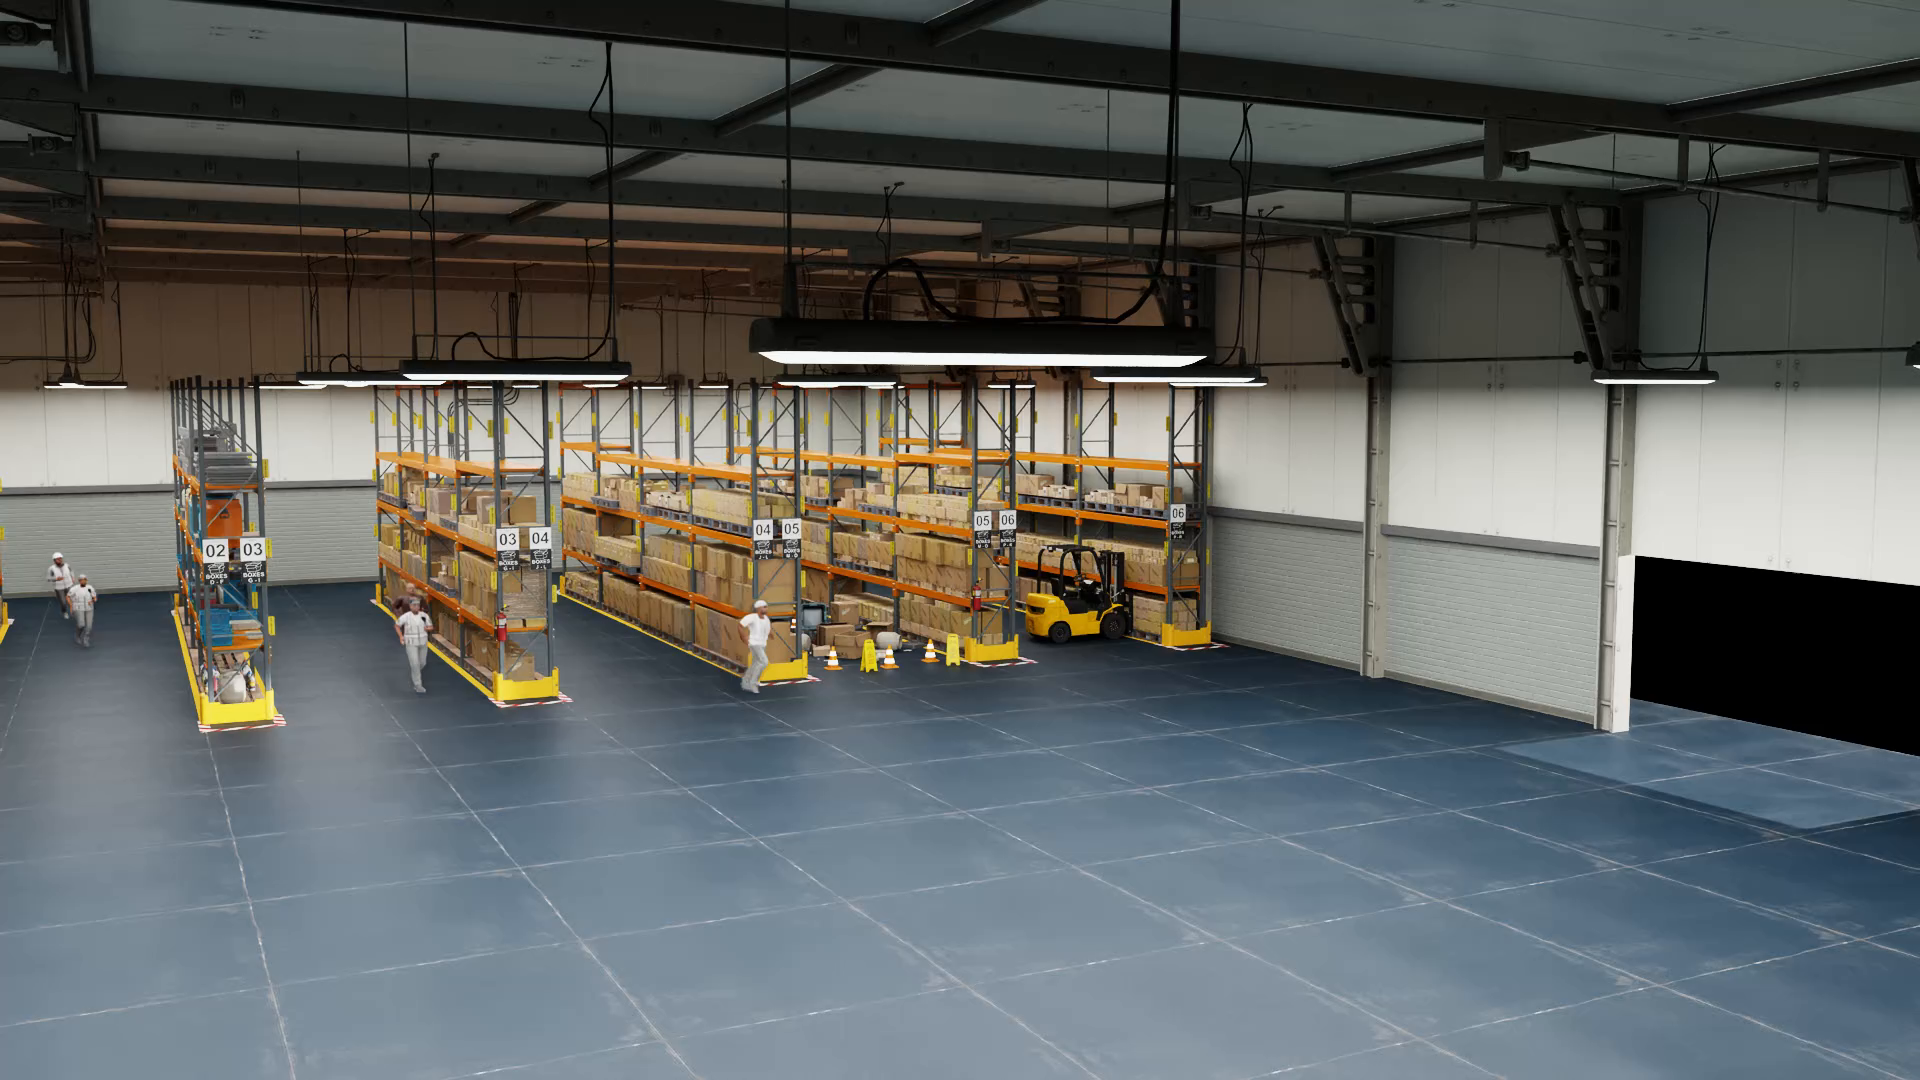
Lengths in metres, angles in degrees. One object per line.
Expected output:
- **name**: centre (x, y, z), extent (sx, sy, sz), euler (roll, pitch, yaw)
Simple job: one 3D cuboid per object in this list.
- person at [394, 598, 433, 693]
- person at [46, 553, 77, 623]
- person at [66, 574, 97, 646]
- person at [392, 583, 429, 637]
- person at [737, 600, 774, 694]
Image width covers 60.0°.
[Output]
- **person**: centre (-10.438, 1.983, 31.897), extent (0.653, 1.761, 0.990), euler (-4, 7, -39)
- **person**: centre (-22.330, 1.178, 41.309), extent (0.685, 1.736, 0.928), euler (-5, 7, -43)
- **person**: centre (-19.657, 1.588, 37.309), extent (0.591, 1.626, 0.571), euler (-5, 7, -42)
- **person**: centre (-11.390, 1.767, 34.538), extent (0.720, 1.760, 0.883), euler (-3, 6, -29)
- **person**: centre (-3.860, 2.036, 31.836), extent (0.674, 1.761, 0.700), euler (2, 6, 26)
